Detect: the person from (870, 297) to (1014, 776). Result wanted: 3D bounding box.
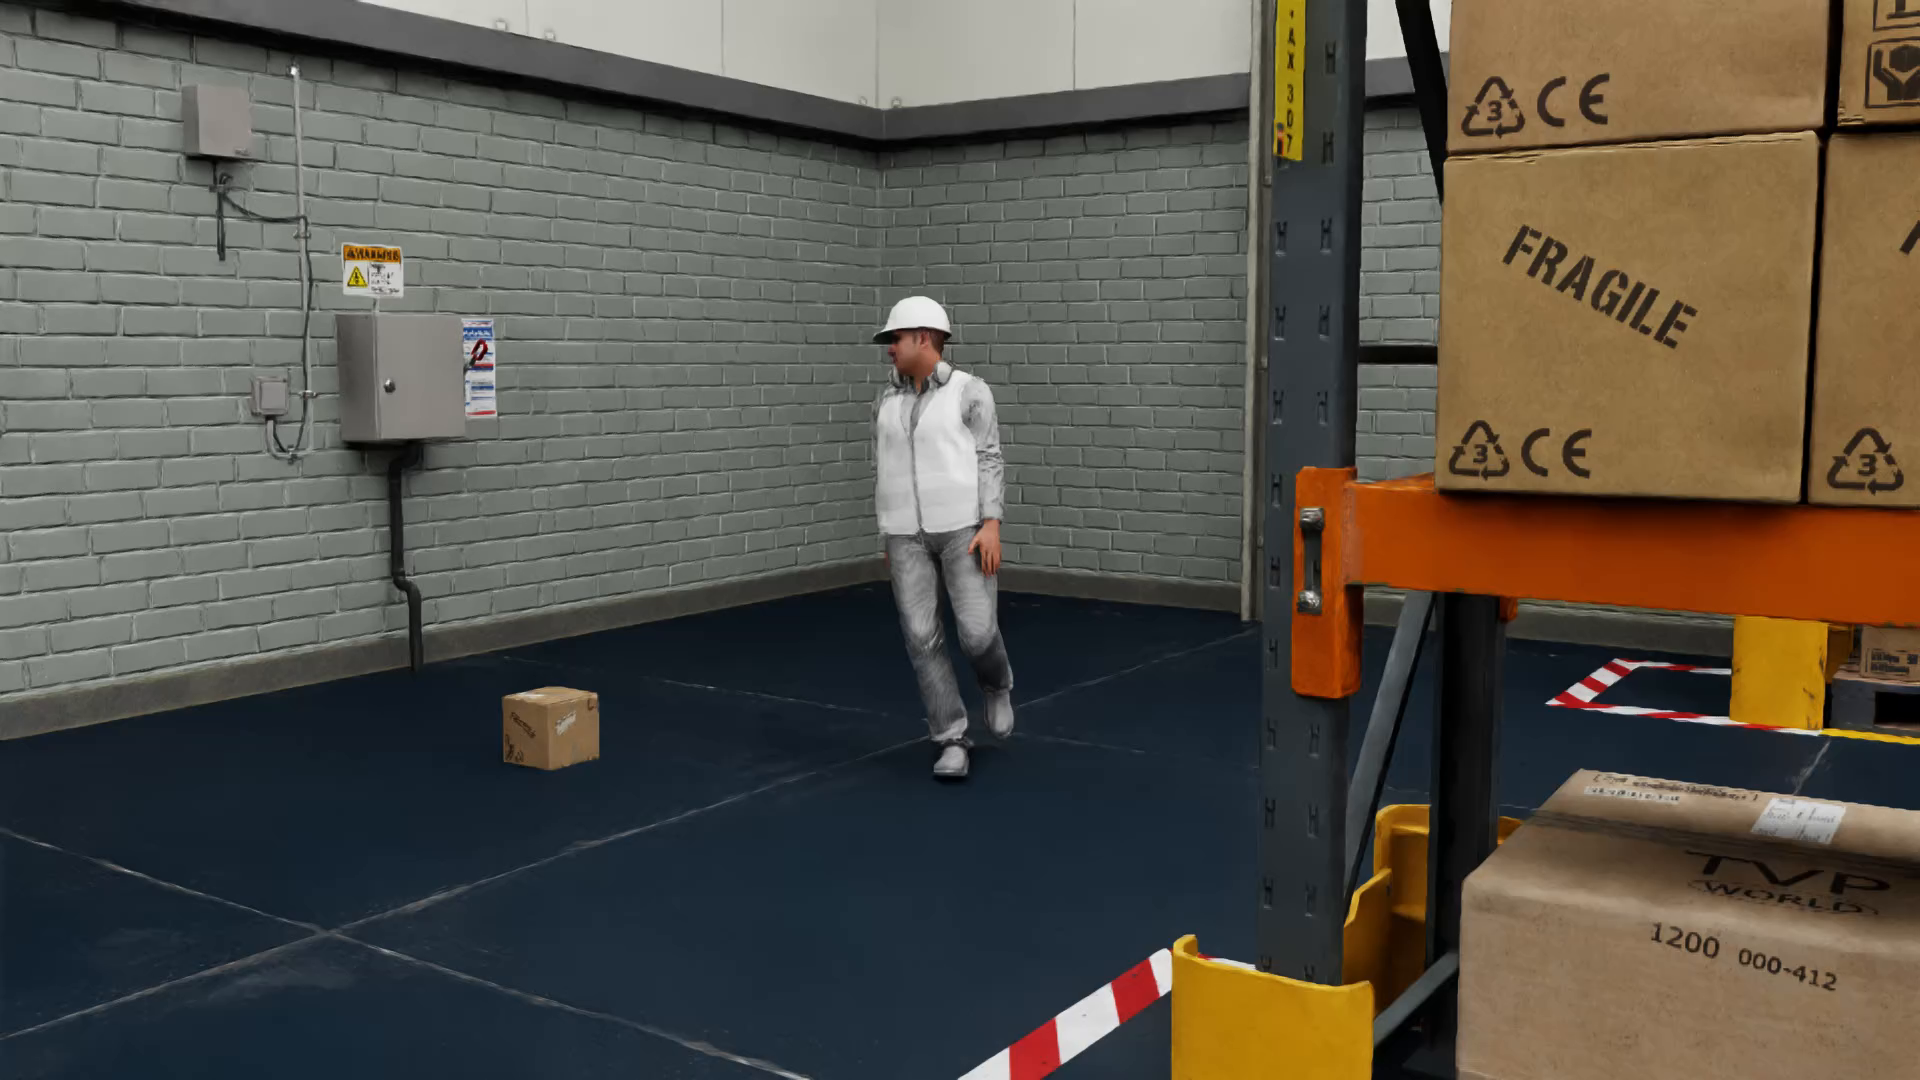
[{"bbox_3d":[-0.097,-0.028,6.136,0.583,1.728,0.642,2,7,18],"label":"person"}]
